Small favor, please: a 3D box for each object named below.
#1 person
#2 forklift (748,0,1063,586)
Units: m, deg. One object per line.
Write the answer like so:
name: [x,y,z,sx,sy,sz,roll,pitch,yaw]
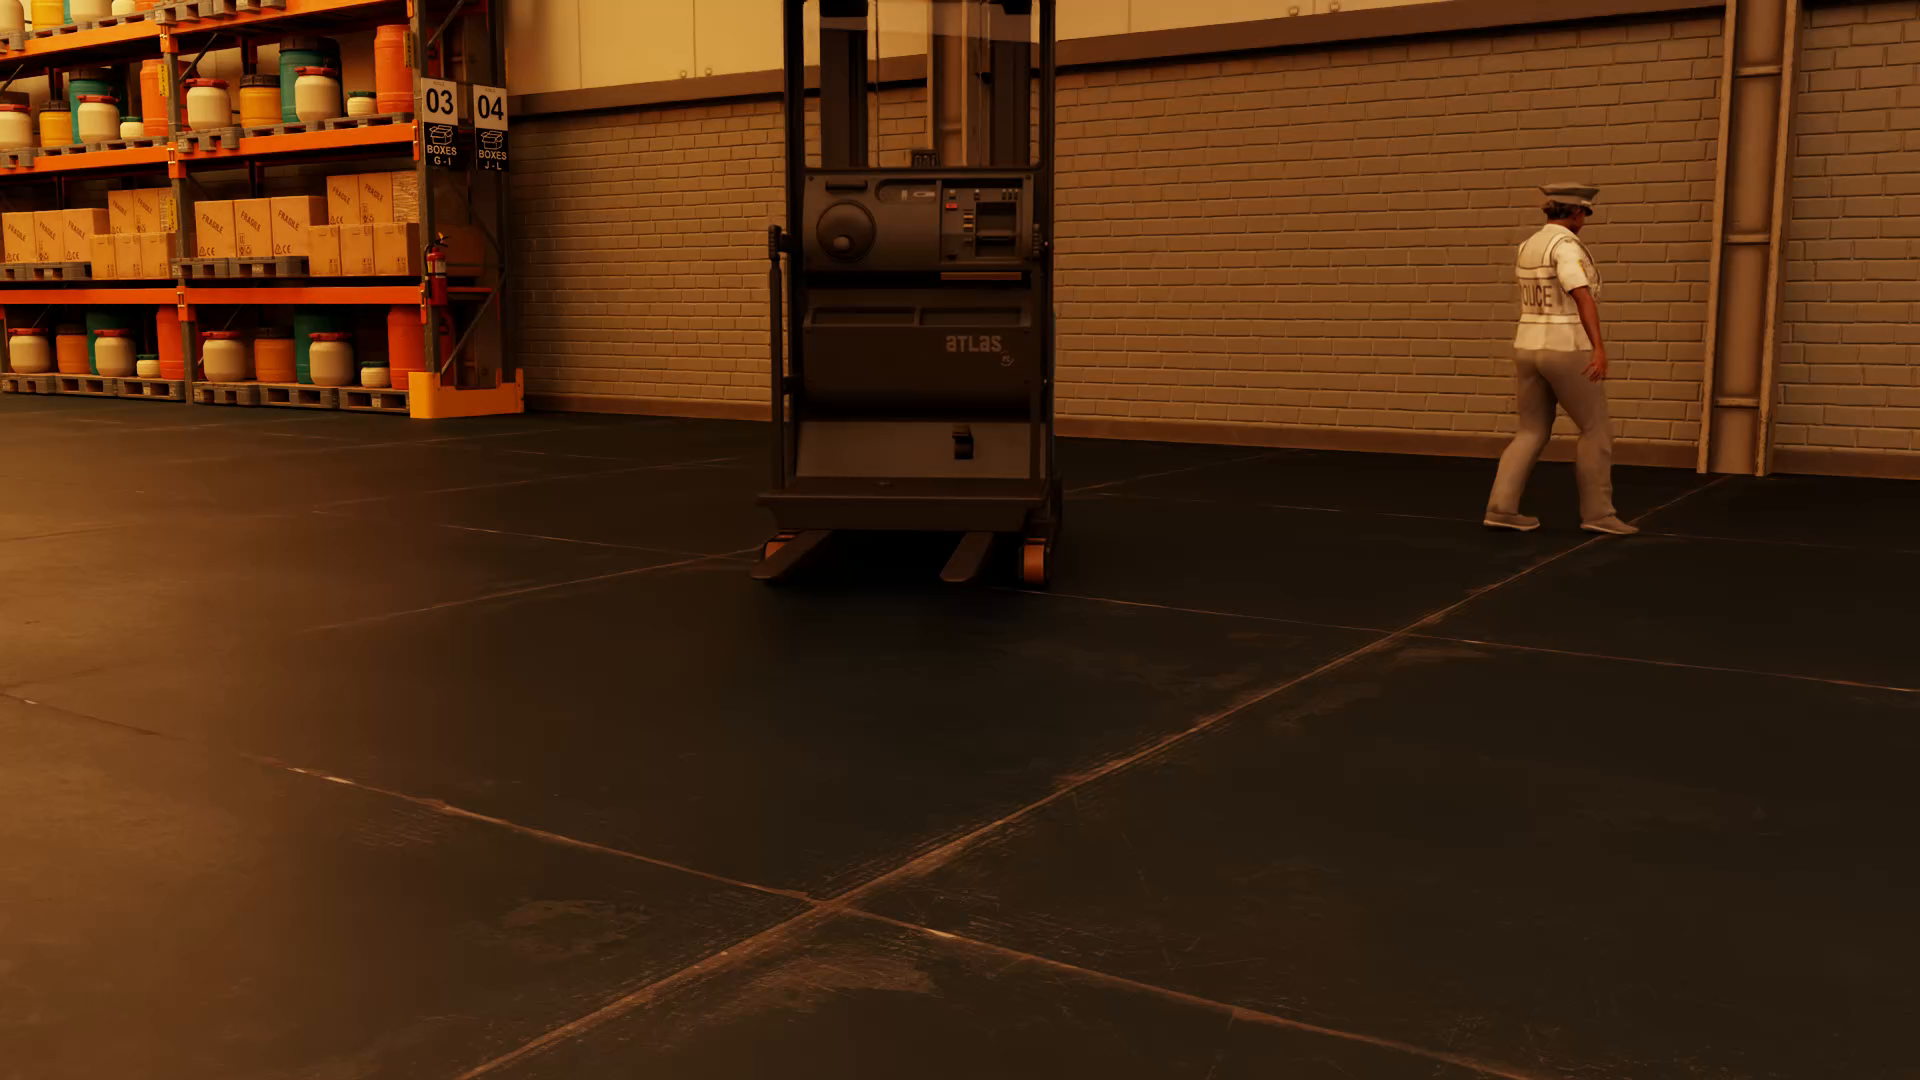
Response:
person: [2.867,-0.832,7.760,0.701,1.649,0.899,-2,8,-15]
forklift: [-0.184,-1.321,6.484,1.130,2.935,3.031,1,8,5]
